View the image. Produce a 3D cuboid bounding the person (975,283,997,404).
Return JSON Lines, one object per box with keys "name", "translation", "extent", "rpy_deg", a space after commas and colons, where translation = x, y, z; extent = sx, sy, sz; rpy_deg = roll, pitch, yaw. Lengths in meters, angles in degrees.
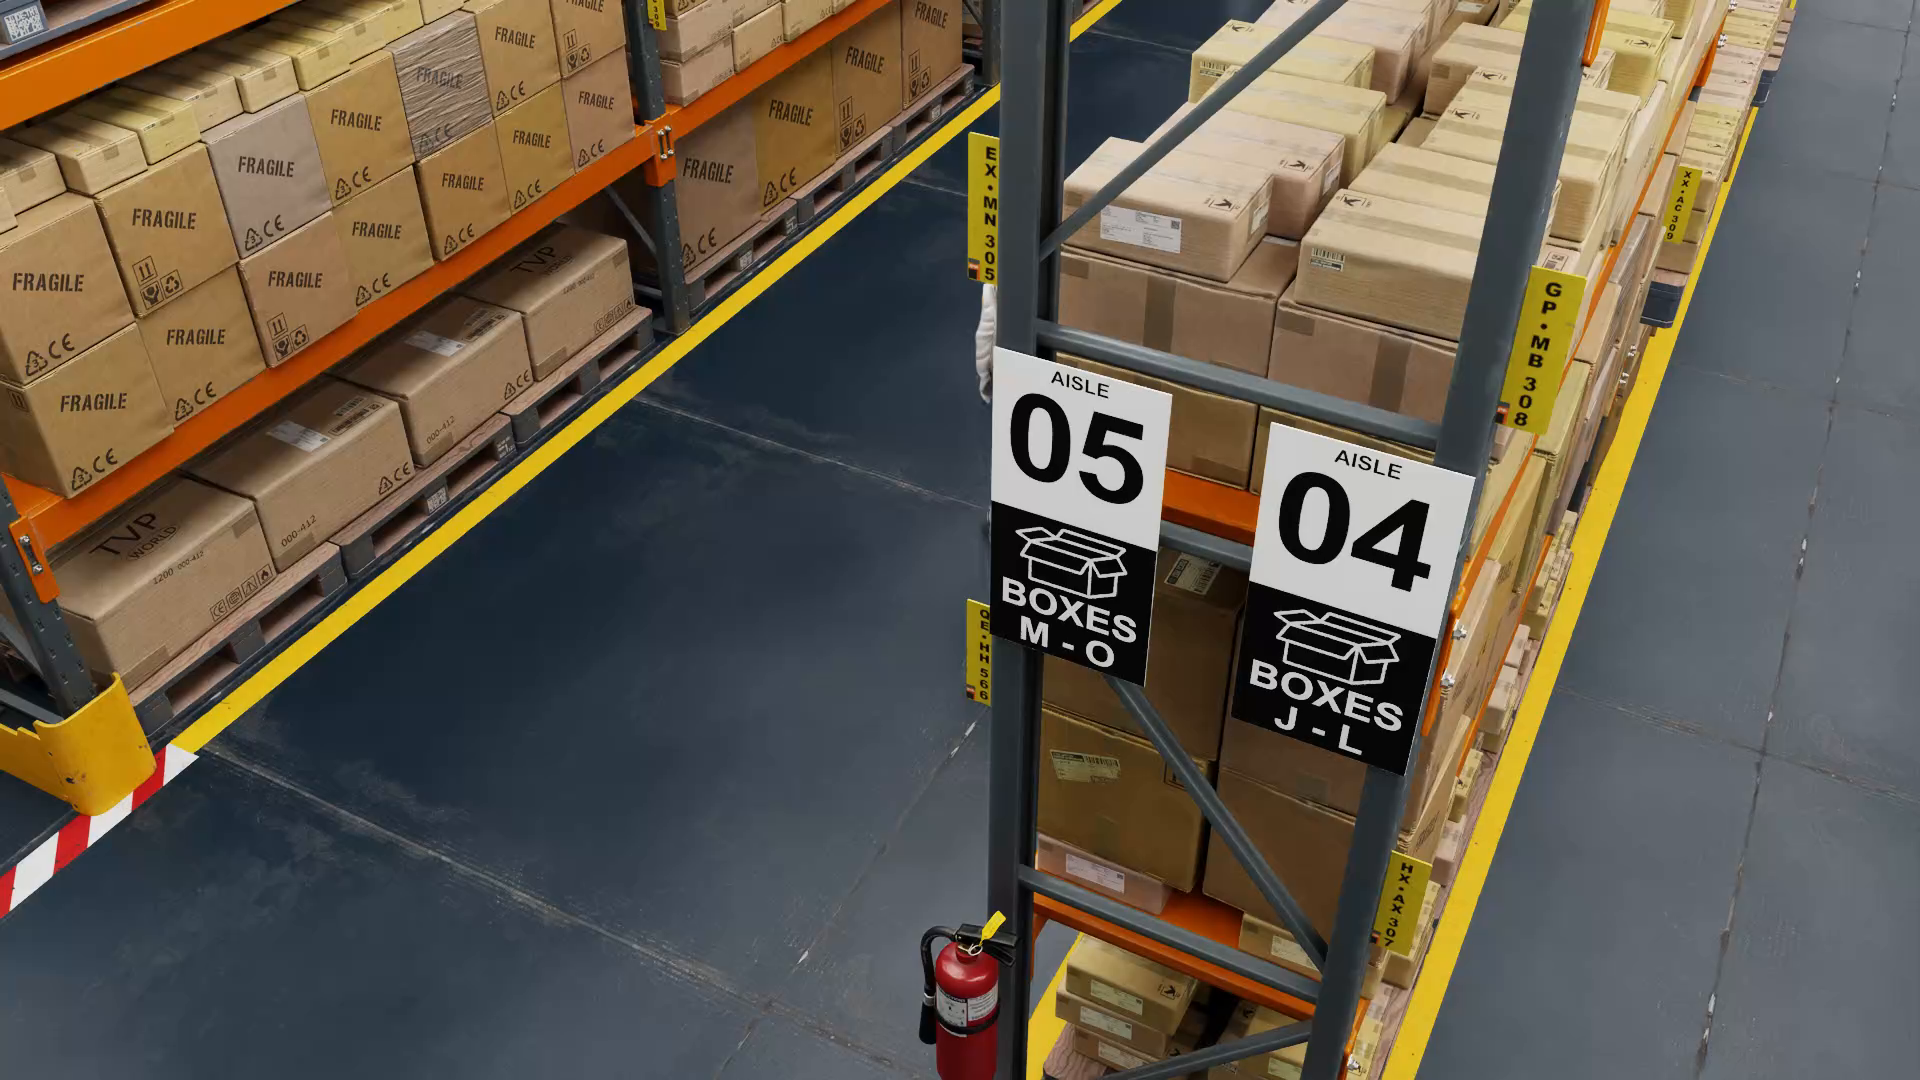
{"name": "person", "translation": [0.332, -0.696, 7.609], "extent": [0.535, 1.661, 0.592], "rpy_deg": [2, 38, 3]}
